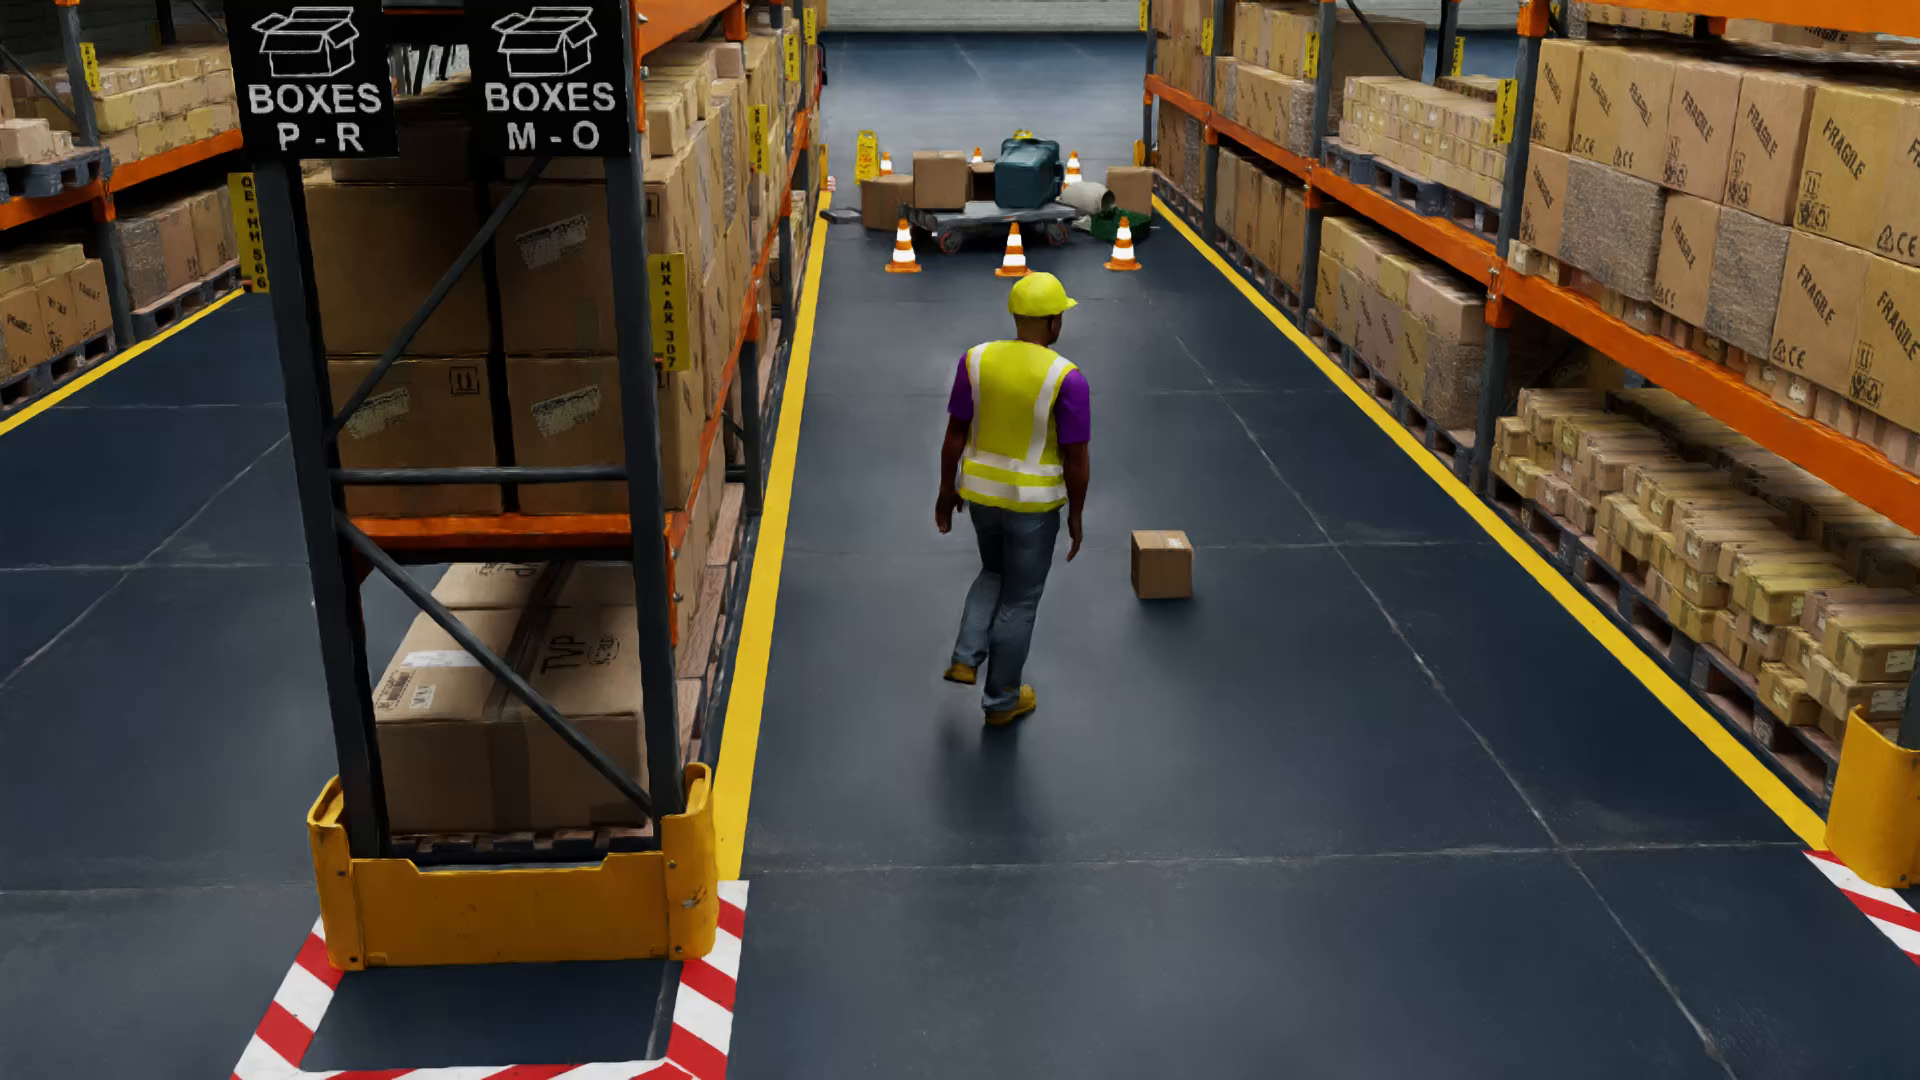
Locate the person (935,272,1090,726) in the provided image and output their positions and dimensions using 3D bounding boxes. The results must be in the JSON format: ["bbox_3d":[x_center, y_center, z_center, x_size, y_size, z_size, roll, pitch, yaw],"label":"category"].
[{"bbox_3d":[0.216,-0.148,6.409,0.614,1.756,0.501,12,24,30],"label":"person"}]
